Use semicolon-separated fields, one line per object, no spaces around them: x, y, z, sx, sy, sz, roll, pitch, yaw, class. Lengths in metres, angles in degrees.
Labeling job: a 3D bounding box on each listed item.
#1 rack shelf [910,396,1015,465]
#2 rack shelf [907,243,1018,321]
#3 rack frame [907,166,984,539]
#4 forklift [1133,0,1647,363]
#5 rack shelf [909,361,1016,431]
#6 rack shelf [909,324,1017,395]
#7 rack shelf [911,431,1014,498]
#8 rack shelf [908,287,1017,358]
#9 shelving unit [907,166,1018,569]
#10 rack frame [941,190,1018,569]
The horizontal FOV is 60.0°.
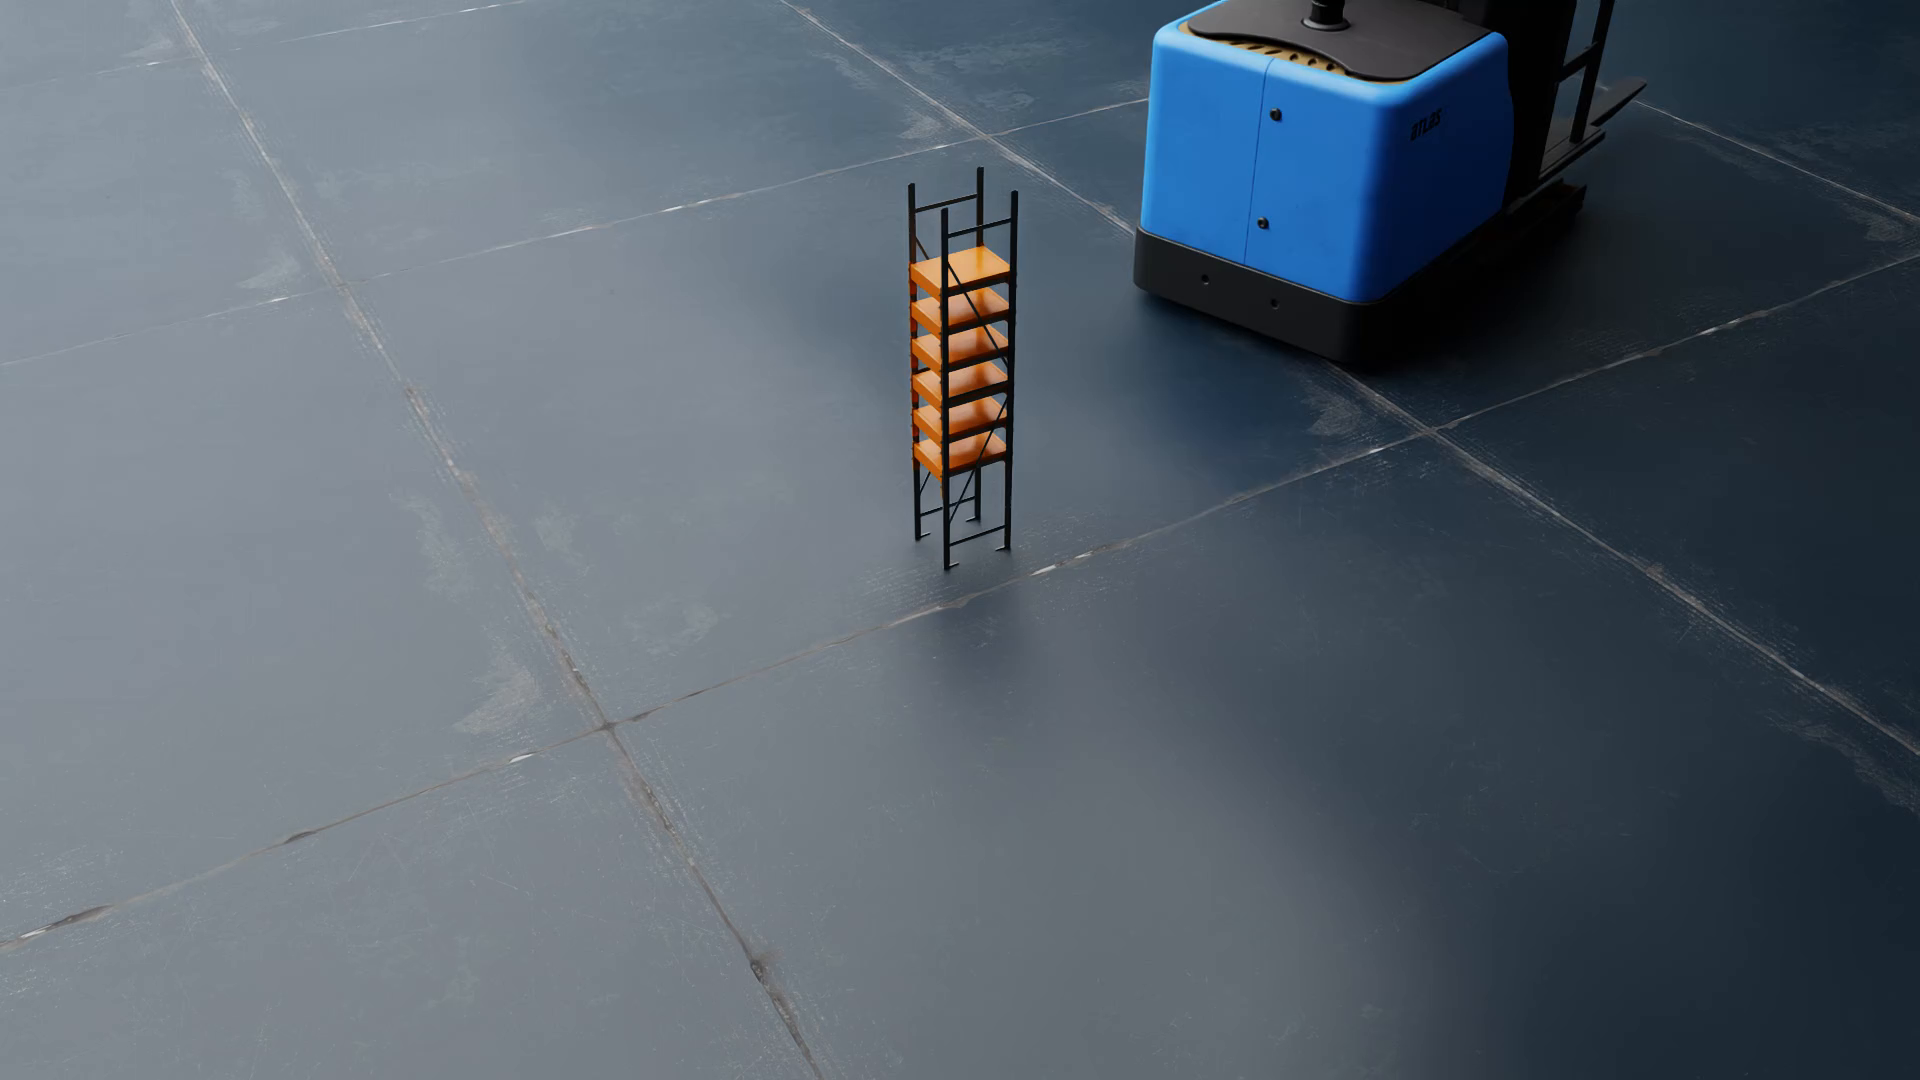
0.007;-0.344;4.983;0.258;0.103;0.180;-19;40;-24;rack shelf
0.007;-0.732;4.700;0.258;0.103;0.180;-19;40;-24;rack shelf
-0.039;-0.524;4.950;0.240;1.200;0.006;-19;40;-24;rack frame
2.011;-2.618;6.350;1.130;2.935;3.031;26;44;31;forklift
0.007;-0.441;4.912;0.258;0.103;0.180;-19;40;-24;rack shelf
0.007;-0.538;4.841;0.258;0.103;0.180;-19;40;-24;rack shelf
0.007;-0.247;5.054;0.258;0.103;0.180;-19;40;-24;rack shelf
0.007;-0.635;4.771;0.258;0.103;0.180;-19;40;-24;rack shelf
0.007;-0.477;4.886;0.258;1.200;0.189;-19;40;-24;shelving unit
0.053;-0.430;4.822;0.240;1.200;0.006;-19;40;-24;rack frame
